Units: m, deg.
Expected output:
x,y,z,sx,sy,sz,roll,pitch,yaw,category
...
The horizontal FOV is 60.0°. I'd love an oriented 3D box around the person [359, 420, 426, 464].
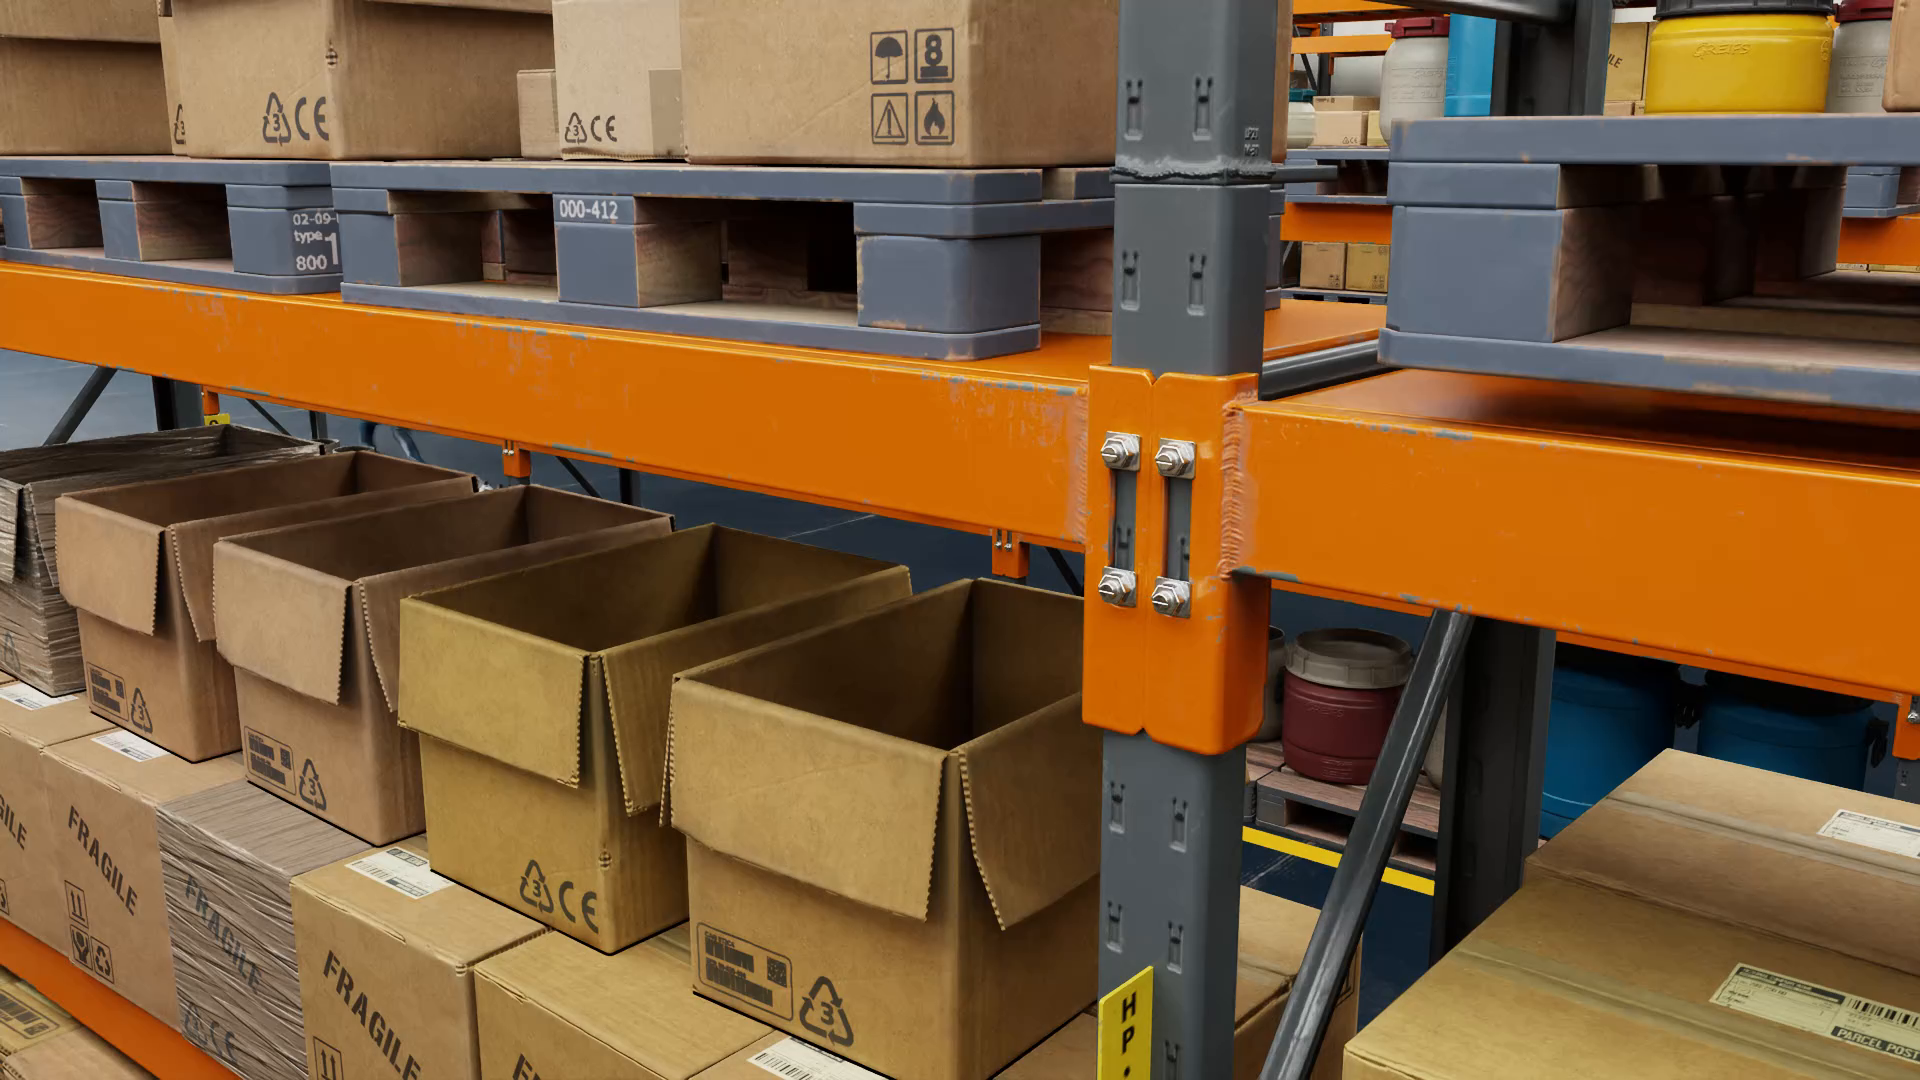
x,y,z,sx,sy,sz,roll,pitch,yaw,category
-5.213,-1.279,14.987,0.922,1.534,0.426,10,17,36,person
